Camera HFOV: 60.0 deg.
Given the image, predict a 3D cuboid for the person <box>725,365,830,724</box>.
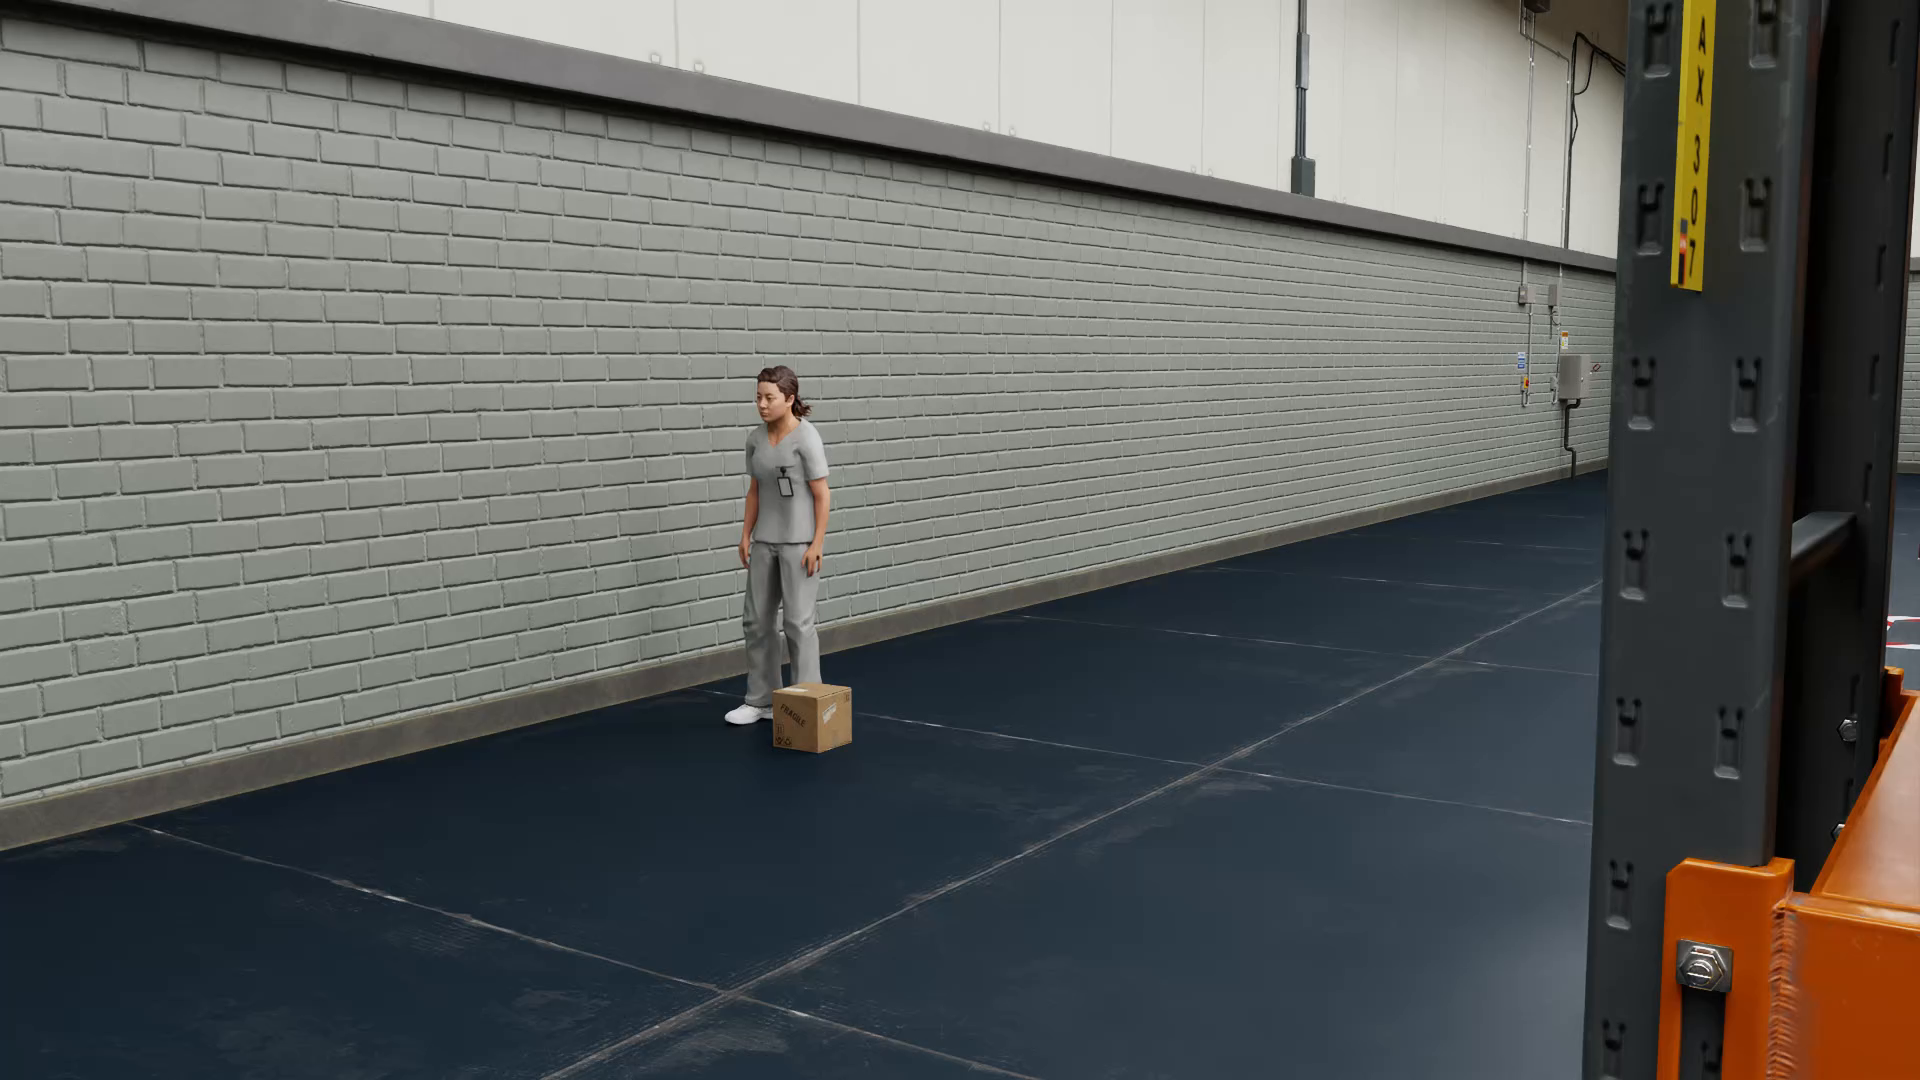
[{"bbox_3d":[-0.817,0.032,7.682,0.484,1.672,0.360,4,8,34],"label":"person"}]
